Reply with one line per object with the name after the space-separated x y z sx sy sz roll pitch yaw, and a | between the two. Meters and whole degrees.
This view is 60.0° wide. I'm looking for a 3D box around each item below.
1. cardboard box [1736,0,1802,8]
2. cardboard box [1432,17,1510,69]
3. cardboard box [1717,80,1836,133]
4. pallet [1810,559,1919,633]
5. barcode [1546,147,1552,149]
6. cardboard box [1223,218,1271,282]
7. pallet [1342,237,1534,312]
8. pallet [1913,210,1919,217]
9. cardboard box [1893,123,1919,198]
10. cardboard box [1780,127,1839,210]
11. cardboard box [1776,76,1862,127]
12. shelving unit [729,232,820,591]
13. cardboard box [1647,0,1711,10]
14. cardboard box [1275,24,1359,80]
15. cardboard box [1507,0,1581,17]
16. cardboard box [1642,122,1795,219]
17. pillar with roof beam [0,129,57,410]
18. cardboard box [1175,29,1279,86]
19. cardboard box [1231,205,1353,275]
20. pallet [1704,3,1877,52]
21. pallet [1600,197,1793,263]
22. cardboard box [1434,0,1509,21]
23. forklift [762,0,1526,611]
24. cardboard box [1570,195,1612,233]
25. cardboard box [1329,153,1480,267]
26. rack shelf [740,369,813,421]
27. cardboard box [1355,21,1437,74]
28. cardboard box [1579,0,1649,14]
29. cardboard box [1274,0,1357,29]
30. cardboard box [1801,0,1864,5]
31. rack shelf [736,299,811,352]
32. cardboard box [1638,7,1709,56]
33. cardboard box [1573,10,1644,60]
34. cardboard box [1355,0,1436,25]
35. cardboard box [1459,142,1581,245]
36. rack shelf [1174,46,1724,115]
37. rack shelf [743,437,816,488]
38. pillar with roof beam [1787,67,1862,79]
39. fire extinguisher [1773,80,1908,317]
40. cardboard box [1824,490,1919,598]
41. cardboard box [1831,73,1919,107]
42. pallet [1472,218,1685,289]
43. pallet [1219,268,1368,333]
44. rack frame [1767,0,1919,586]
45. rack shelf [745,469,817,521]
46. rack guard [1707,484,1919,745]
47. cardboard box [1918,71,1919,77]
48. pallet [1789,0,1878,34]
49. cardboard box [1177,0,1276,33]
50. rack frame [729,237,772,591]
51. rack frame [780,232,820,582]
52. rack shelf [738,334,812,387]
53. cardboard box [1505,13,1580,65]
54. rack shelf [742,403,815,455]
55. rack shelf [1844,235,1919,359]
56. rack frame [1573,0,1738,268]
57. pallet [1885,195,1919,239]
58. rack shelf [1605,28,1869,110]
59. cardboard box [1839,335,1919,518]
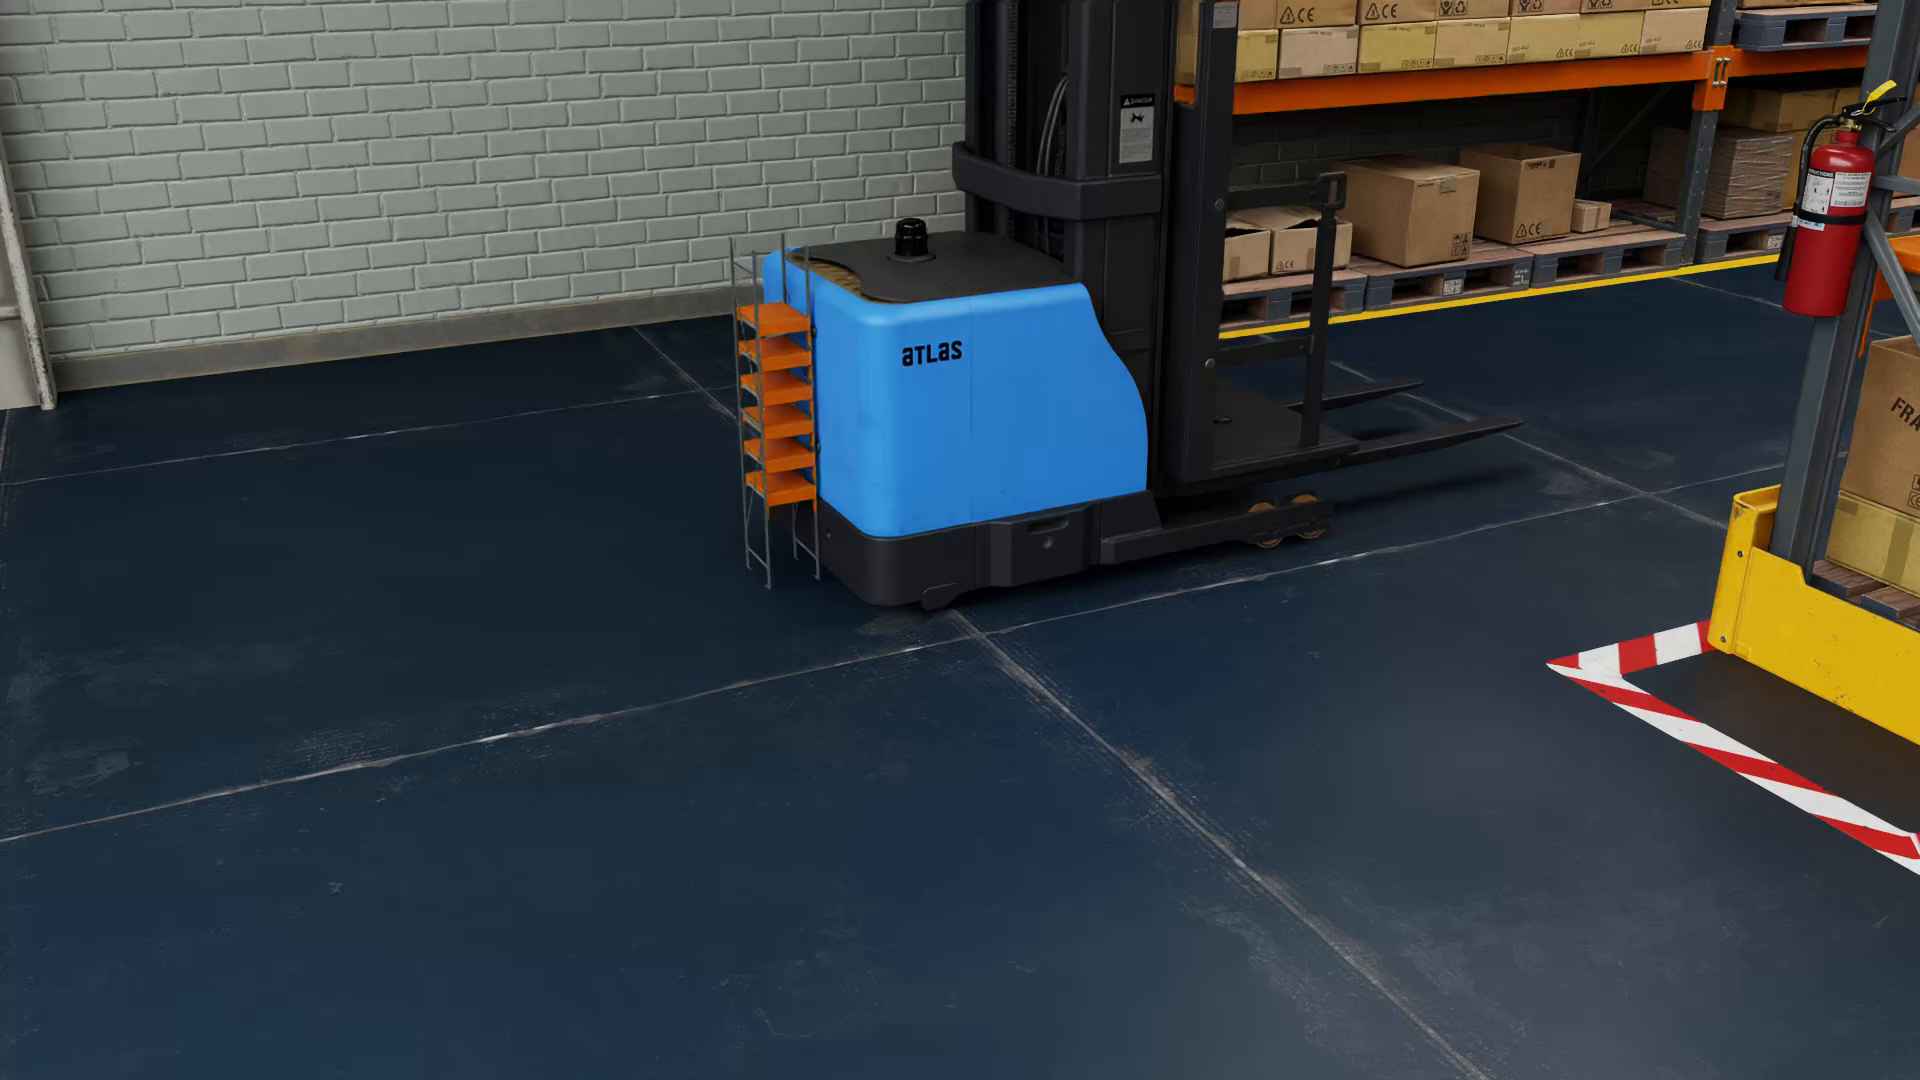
4.781 -3.584 10.281 0.500 0.500 0.700 -10 25 -23 | cardboard box
2.660 -2.767 9.182 0.500 0.250 0.500 -10 25 -23 | cardboard box
5.359 -2.859 10.947 0.500 0.250 0.500 -11 25 -25 | cardboard box
3.526 0.255 5.358 1.213 0.211 1.003 -10 25 -24 | pallet
3.717 -2.451 10.525 0.075 0.075 0.001 -10 25 -24 | barcode
1.366 -1.643 9.238 0.500 0.311 0.500 -14 26 -30 | cardboard box
2.617 -1.646 9.951 1.213 0.211 1.003 -10 25 -24 | pallet
7.207 -2.508 12.033 1.213 0.211 1.003 -10 25 -24 | pallet
6.335 -2.699 11.541 0.500 0.500 0.700 -11 25 -24 | cardboard box
5.407 -2.541 11.160 0.500 0.500 0.700 -11 25 -25 | cardboard box
5.826 -2.947 11.159 0.500 0.250 0.500 -11 25 -25 | cardboard box
-0.634 -0.433 5.726 0.189 1.200 0.258 -11 25 -24 | shelving unit
4.016 -3.364 9.643 0.500 0.500 0.500 -10 25 -24 | cardboard box
1.742 -2.601 8.782 0.500 0.250 0.500 -11 25 -25 | cardboard box
3.110 -3.199 9.246 0.500 0.500 0.500 -11 25 -25 | cardboard box
4.963 -2.438 10.911 0.500 0.500 0.700 -10 24 -22 | cardboard box
-2.581 -3.306 2.471 0.400 9.000 9.100 -10 25 -24 | pillar with roof beam
1.281 -2.510 8.562 0.500 0.250 0.500 -11 25 -25 | cardboard box
1.879 -1.738 9.467 0.500 0.311 0.500 -8 24 -19 | cardboard box
5.059 -3.250 10.430 1.213 0.211 1.003 -10 25 -24 | pallet
5.008 -2.103 11.055 1.213 0.211 1.003 -10 25 -24 | pallet
2.642 -3.112 9.037 0.500 0.500 0.500 -10 24 -22 | cardboard box
0.831 -1.493 6.024 3.031 2.935 1.130 -11 25 -24 | forklift
3.838 -2.057 10.427 0.250 0.166 0.380 -14 26 -30 | cardboard box
2.562 -1.930 9.683 0.500 0.500 0.700 -12 25 -27 | cardboard box
-0.634 -0.502 5.697 0.180 0.103 0.258 -11 25 -24 | rack shelf
2.204 -2.684 8.981 0.500 0.250 0.500 -11 25 -24 | cardboard box
3.568 -3.279 9.438 0.500 0.500 0.500 -11 25 -24 | cardboard box
1.713 -2.939 8.618 0.500 0.500 0.500 -10 25 -23 | cardboard box
5.287 -3.674 10.499 0.500 0.500 0.700 -8 24 -18 | cardboard box
-0.634 -0.724 5.605 0.180 0.103 0.258 -11 25 -24 | rack shelf
4.012 -3.019 9.791 0.500 0.250 0.500 -10 25 -23 | cardboard box
3.560 -2.939 9.599 0.500 0.250 0.500 -10 25 -23 | cardboard box
2.182 -3.023 8.820 0.500 0.500 0.500 -11 25 -25 | cardboard box
3.390 -2.124 10.153 0.500 0.500 0.500 -12 26 -28 | cardboard box
2.505 -2.598 9.545 4.000 0.370 1.077 -10 25 -24 | rack shelf
-0.634 -0.281 5.789 0.180 0.103 0.258 -11 25 -24 | rack shelf
8.232 -5.296 7.279 0.400 9.000 9.100 -10 25 -24 | pillar with roof beam
2.547 -0.997 4.837 0.183 0.674 0.296 -10 25 -24 | fire extinguisher
3.210 -0.006 5.390 0.500 0.250 0.500 -10 25 -24 | cardboard box
6.283 -3.023 11.344 0.500 0.250 0.500 -11 25 -24 | cardboard box
3.718 -1.850 10.443 1.213 0.211 1.003 -10 25 -24 | pallet
1.519 -1.445 9.466 1.213 0.211 1.003 -10 25 -24 | pallet
2.855 -0.892 4.483 0.127 3.000 1.000 -10 25 -24 | rack frame
-0.634 -0.170 5.835 0.180 0.103 0.258 -11 25 -24 | rack shelf
2.833 0.267 4.952 0.348 0.500 1.175 -10 25 -24 | rack guard
6.745 -3.110 11.554 0.500 0.250 0.500 -10 24 -23 | cardboard box
6.146 -3.494 11.021 1.213 0.211 1.003 -10 25 -24 | pallet
1.264 -2.861 8.428 0.500 0.500 0.500 -10 25 -24 | cardboard box
-0.716 -0.417 5.688 0.006 1.200 0.240 -11 25 -24 | rack frame
-0.552 -0.448 5.764 0.006 1.200 0.240 -11 25 -24 | rack frame
-0.634 -0.613 5.651 0.180 0.103 0.258 -11 25 -24 | rack shelf
3.113 -2.850 9.384 0.500 0.250 0.500 -11 25 -24 | cardboard box
-0.634 -0.392 5.743 0.180 0.103 0.258 -11 25 -24 | rack shelf
4.657 -0.891 5.422 4.000 0.370 1.077 -10 25 -24 | rack shelf
4.307 -3.262 10.209 0.127 3.000 1.000 -10 25 -24 | rack frame
6.109 -2.307 11.548 1.213 0.211 1.003 -10 25 -24 | pallet
6.110 -3.261 11.148 4.000 0.370 1.077 -10 25 -24 | rack shelf
3.209 -0.354 5.248 0.500 0.500 0.500 -10 25 -24 | cardboard box
